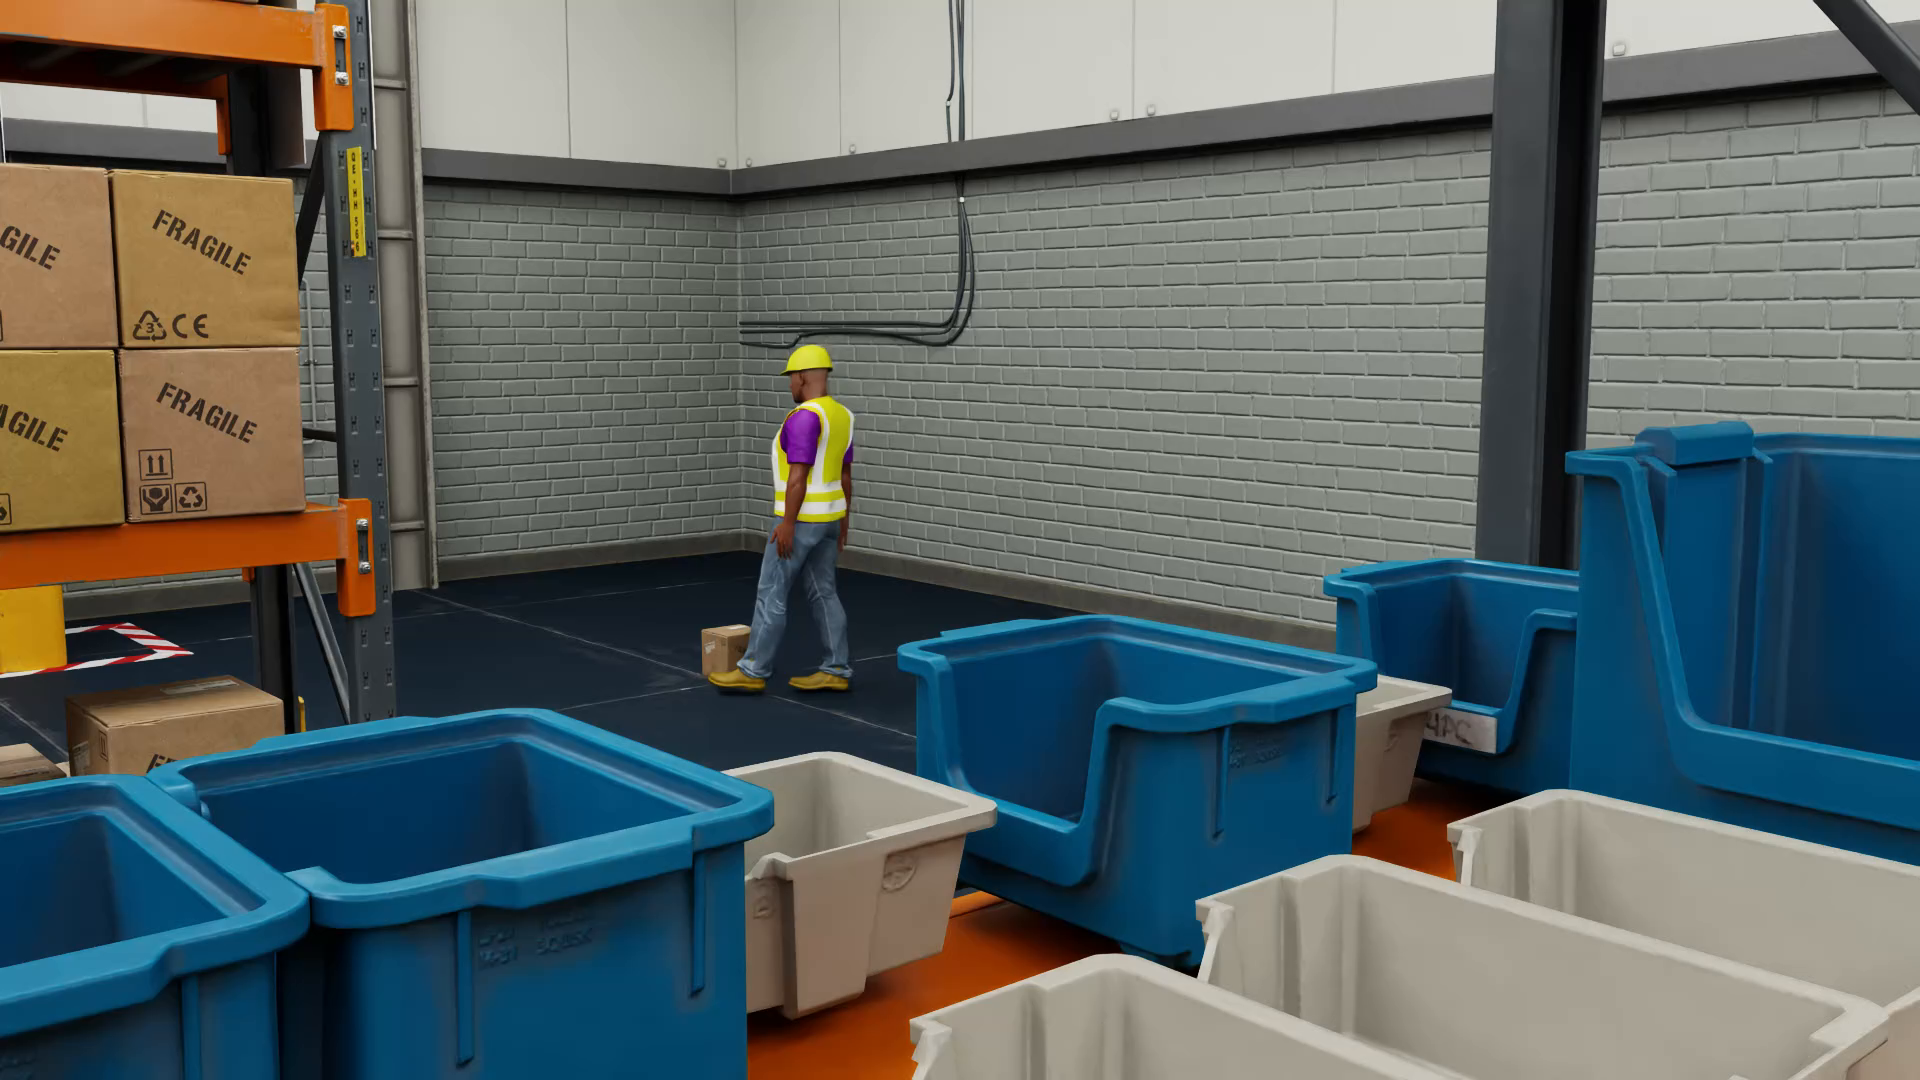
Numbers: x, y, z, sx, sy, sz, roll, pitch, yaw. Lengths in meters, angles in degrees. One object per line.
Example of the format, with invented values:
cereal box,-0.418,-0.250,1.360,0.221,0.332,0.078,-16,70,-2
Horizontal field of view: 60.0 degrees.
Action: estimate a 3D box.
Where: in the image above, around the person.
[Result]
person,-0.898,-0.110,8.492,0.692,1.762,0.598,3,8,19
